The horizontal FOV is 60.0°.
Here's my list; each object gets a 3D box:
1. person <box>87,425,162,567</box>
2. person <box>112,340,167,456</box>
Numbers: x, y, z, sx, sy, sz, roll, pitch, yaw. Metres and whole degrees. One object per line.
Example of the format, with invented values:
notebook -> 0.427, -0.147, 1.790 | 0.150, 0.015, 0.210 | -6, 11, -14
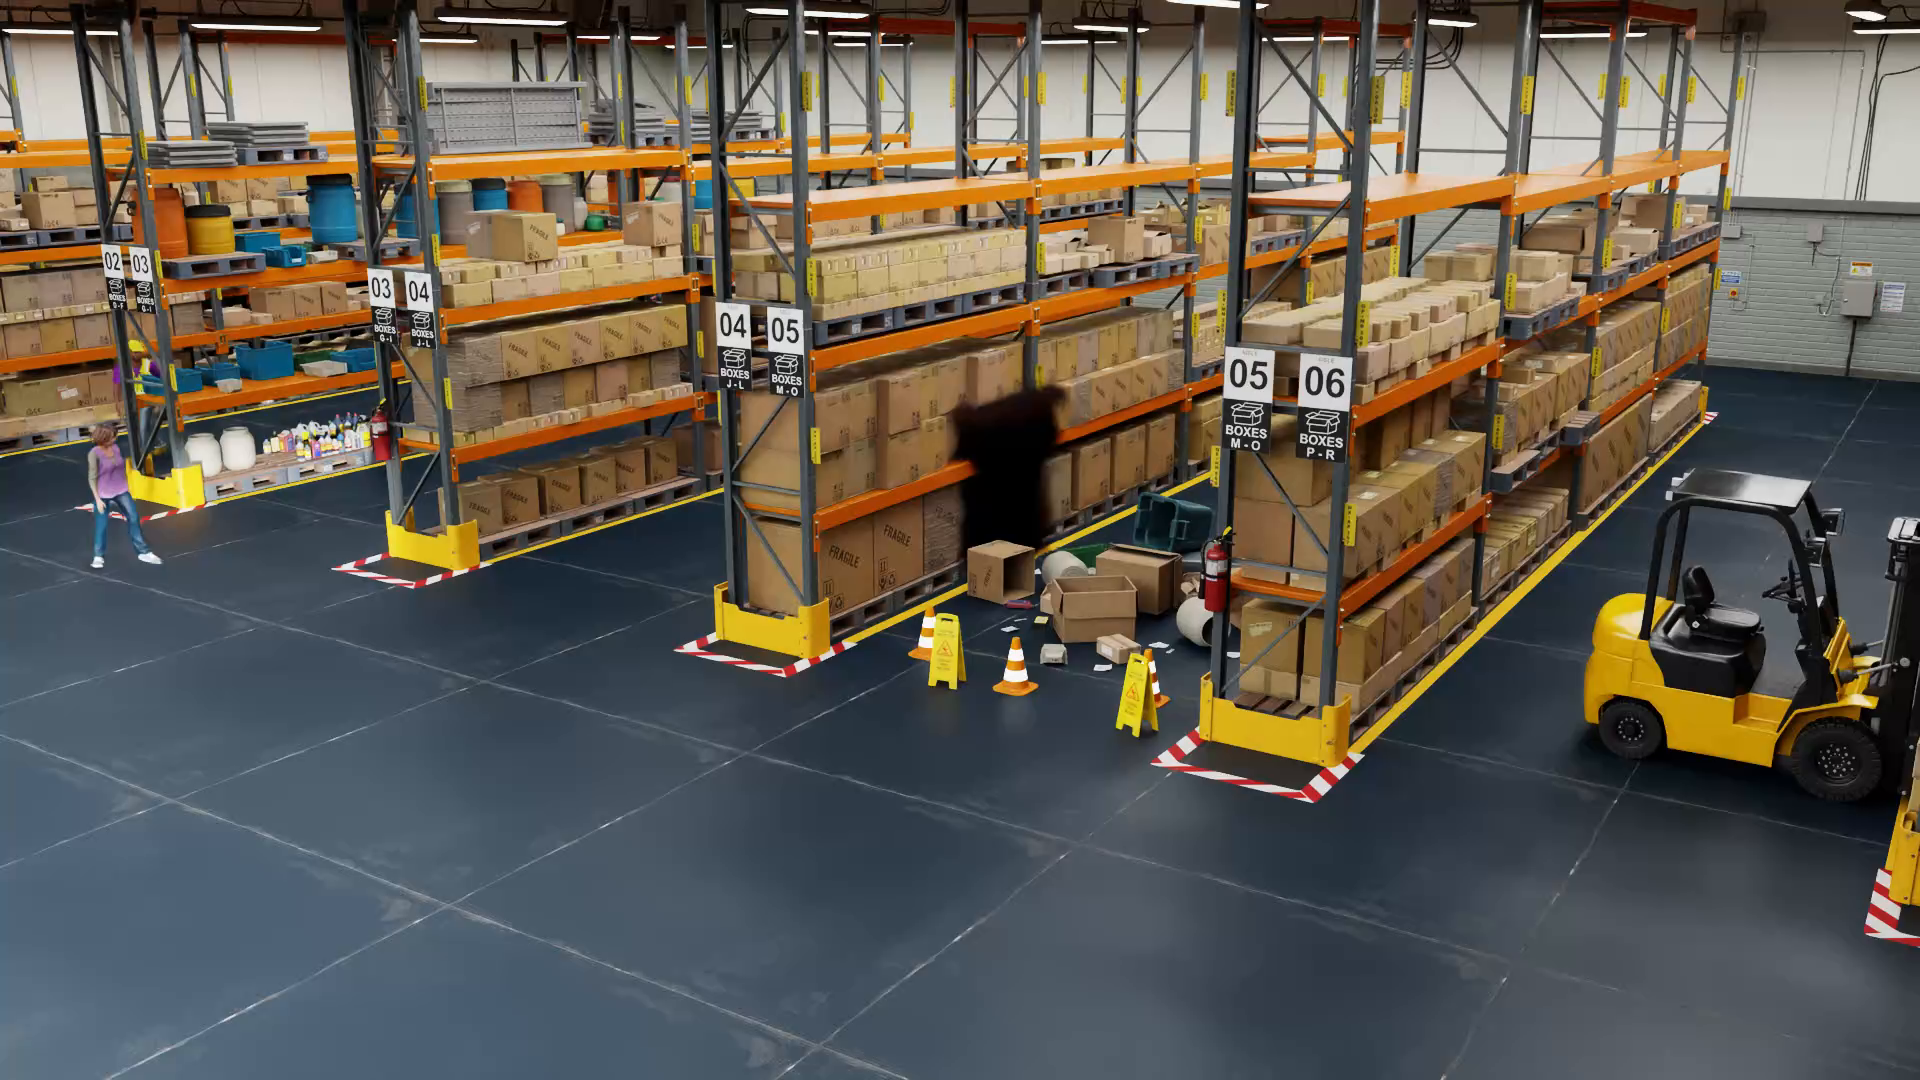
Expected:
person -> -9.195, -0.484, 18.061 | 0.572, 1.590, 0.584 | 10, 18, 32
person -> -11.274, -1.884, 22.798 | 0.494, 1.732, 1.018 | 3, 16, 9
